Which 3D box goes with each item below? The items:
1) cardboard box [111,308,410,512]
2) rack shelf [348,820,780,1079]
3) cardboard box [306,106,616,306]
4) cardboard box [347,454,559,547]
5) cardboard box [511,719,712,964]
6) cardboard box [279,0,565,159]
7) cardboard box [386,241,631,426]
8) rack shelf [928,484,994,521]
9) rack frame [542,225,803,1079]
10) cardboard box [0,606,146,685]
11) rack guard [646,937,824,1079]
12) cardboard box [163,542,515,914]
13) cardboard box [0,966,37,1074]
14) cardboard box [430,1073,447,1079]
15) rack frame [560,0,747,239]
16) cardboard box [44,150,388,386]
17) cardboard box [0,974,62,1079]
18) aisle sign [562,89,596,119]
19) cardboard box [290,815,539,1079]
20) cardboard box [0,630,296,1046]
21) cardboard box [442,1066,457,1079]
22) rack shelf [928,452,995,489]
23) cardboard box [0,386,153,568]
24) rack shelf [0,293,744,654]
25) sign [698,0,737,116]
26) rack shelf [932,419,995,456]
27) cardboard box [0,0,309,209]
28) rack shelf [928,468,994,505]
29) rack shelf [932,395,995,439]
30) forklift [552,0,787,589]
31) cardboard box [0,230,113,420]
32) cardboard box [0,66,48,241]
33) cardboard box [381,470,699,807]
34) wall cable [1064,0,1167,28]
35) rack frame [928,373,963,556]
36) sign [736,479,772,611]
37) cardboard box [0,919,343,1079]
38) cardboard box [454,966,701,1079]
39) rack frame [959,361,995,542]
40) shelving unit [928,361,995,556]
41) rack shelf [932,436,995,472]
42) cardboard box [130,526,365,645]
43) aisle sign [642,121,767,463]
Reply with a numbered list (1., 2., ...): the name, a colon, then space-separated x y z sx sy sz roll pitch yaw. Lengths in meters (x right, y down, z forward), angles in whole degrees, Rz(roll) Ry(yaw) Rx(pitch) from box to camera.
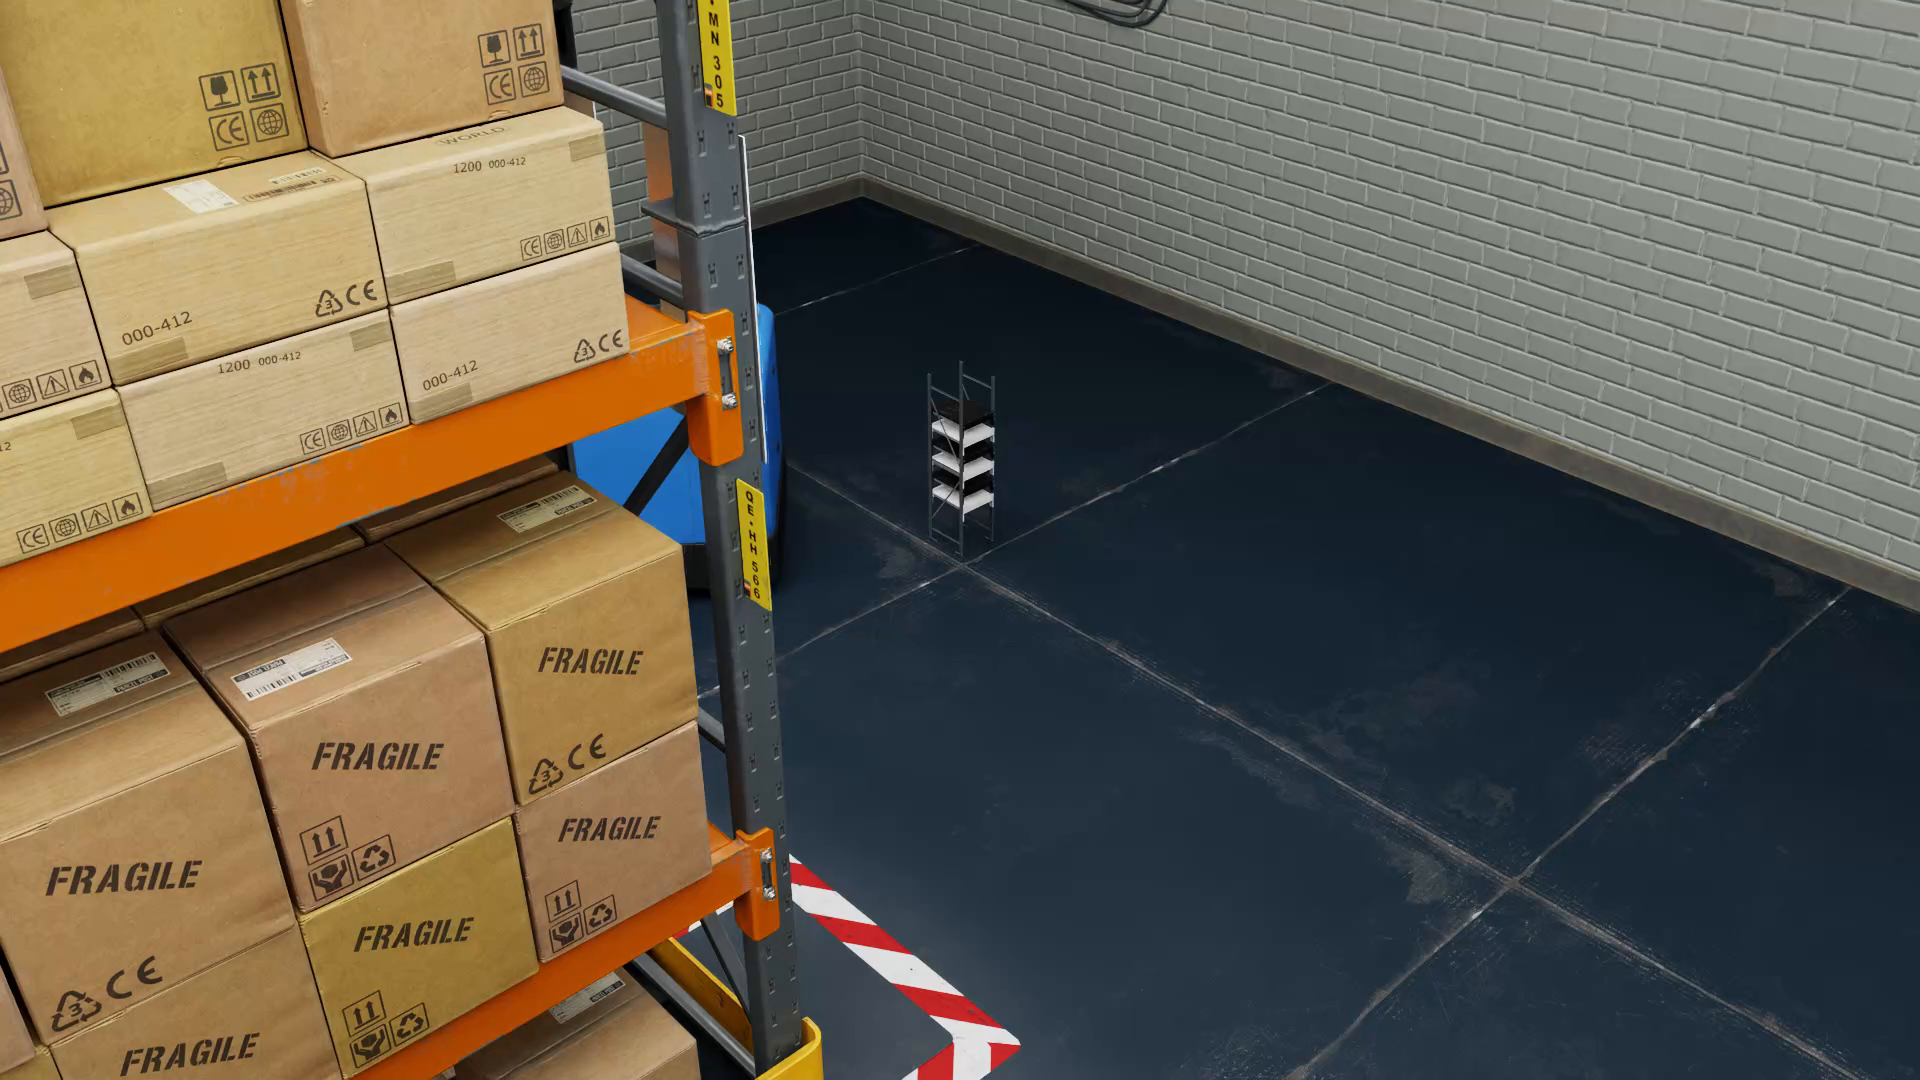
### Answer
1. cardboard box: -1.422 -0.336 3.192 0.500 0.250 0.500 -26 40 -35
2. rack shelf: -2.317 1.440 3.709 4.000 0.370 1.077 -26 40 -35
3. cardboard box: -1.053 -0.726 3.351 0.500 0.250 0.500 -26 40 -35
4. cardboard box: -1.355 0.011 4.303 0.500 0.500 0.500 -24 39 -34
5. cardboard box: -0.993 0.644 4.226 0.500 0.500 0.500 -24 39 -34
6. cardboard box: -1.216 -1.137 3.304 0.500 0.500 0.700 -26 40 -35
7. cardboard box: -1.047 -0.509 3.476 0.500 0.250 0.500 -26 40 -35
8. rack shelf: 0.006 -0.205 8.131 0.200 0.077 0.258 -26 40 -35
9. rack frame: -0.850 0.424 4.682 0.127 3.000 1.000 -26 40 -35
10. cardboard box: -2.103 0.375 3.707 0.500 0.500 0.500 -25 39 -35
11. rack guard: -0.906 1.517 5.290 0.348 0.500 1.175 -26 40 -35
12. cardboard box: -1.359 0.397 3.671 0.500 0.500 0.500 -25 39 -34
13. cardboard box: -2.113 0.765 3.070 0.500 0.500 0.500 -24 39 -34
14. cardboard box: -1.808 1.671 4.857 0.500 0.250 0.500 -26 40 -35
15. rack frame: -0.850 -2.136 3.117 0.127 3.000 1.000 -26 40 -35
16. cardboard box: -1.420 -0.548 3.060 0.500 0.250 0.500 -26 40 -35
17. cardboard box: -2.111 1.183 3.344 0.500 0.500 0.500 -26 40 -36
18. aisle sign: -1.000 -0.822 4.227 0.004 0.787 0.394 -26 40 -35
19. cardboard box: -1.371 0.829 3.923 0.500 0.500 0.500 -25 40 -35
20. cardboard box: -1.736 0.583 3.368 0.500 0.500 0.500 -25 39 -34
21. cardboard box: -1.574 1.550 5.133 0.250 0.166 0.380 -26 40 -35
22. rack shelf: 0.006 -0.358 8.037 0.200 0.077 0.258 -26 40 -35
23. cardboard box: -1.779 -0.154 2.894 0.500 0.250 0.500 -26 40 -35
24. rack shelf: -2.317 0.160 2.927 4.000 0.370 1.077 -26 40 -35
25. sign: -0.487 -1.014 3.310 0.005 0.325 0.100 -26 40 -35
26. rack shelf: 0.006 -0.512 7.943 0.200 0.077 0.258 -26 40 -35
27. cardboard box: -1.640 -0.992 3.067 0.500 0.500 0.700 -26 40 -35
28. rack shelf: 0.006 -0.282 8.084 0.200 0.077 0.258 -26 40 -35
29. rack shelf: 0.006 -0.589 7.896 0.200 0.077 0.258 -26 40 -35
30. forklift: -2.383 -1.207 7.414 3.031 2.935 1.130 -2 31 -2
31. cardboard box: -1.789 -0.372 2.773 0.500 0.250 0.500 -26 40 -35
32. cardboard box: -1.934 -0.774 2.710 0.500 0.500 0.700 -26 40 -35
33. cardboard box: -0.989 0.217 3.965 0.500 0.500 0.500 -26 40 -36
34. wall cable: 0.169 -4.574 10.081 0.112 2.526 3.097 -26 40 -35
35. rack frame: -0.069 -0.351 7.961 0.006 0.900 0.240 -26 40 -35
36. sign: -0.487 0.014 3.939 0.005 0.325 0.100 -26 40 -35
37. cardboard box: -1.741 1.004 3.637 0.500 0.500 0.500 -25 40 -35
38. cardboard box: -1.081 1.589 4.750 0.500 0.500 0.500 -26 40 -35
39. rack frame: 0.081 -0.423 8.079 0.006 0.900 0.240 -26 40 -35
40. shelving unit: 0.006 -0.387 8.020 0.210 0.900 0.258 -26 40 -35
41. rack shelf: 0.006 -0.435 7.990 0.200 0.077 0.258 -26 40 -35
42. cardboard box: -1.733 0.199 3.995 0.500 0.500 0.500 -25 40 -35
43. aisle sign: -0.592 -0.593 3.852 0.004 0.787 0.394 -26 40 -35
